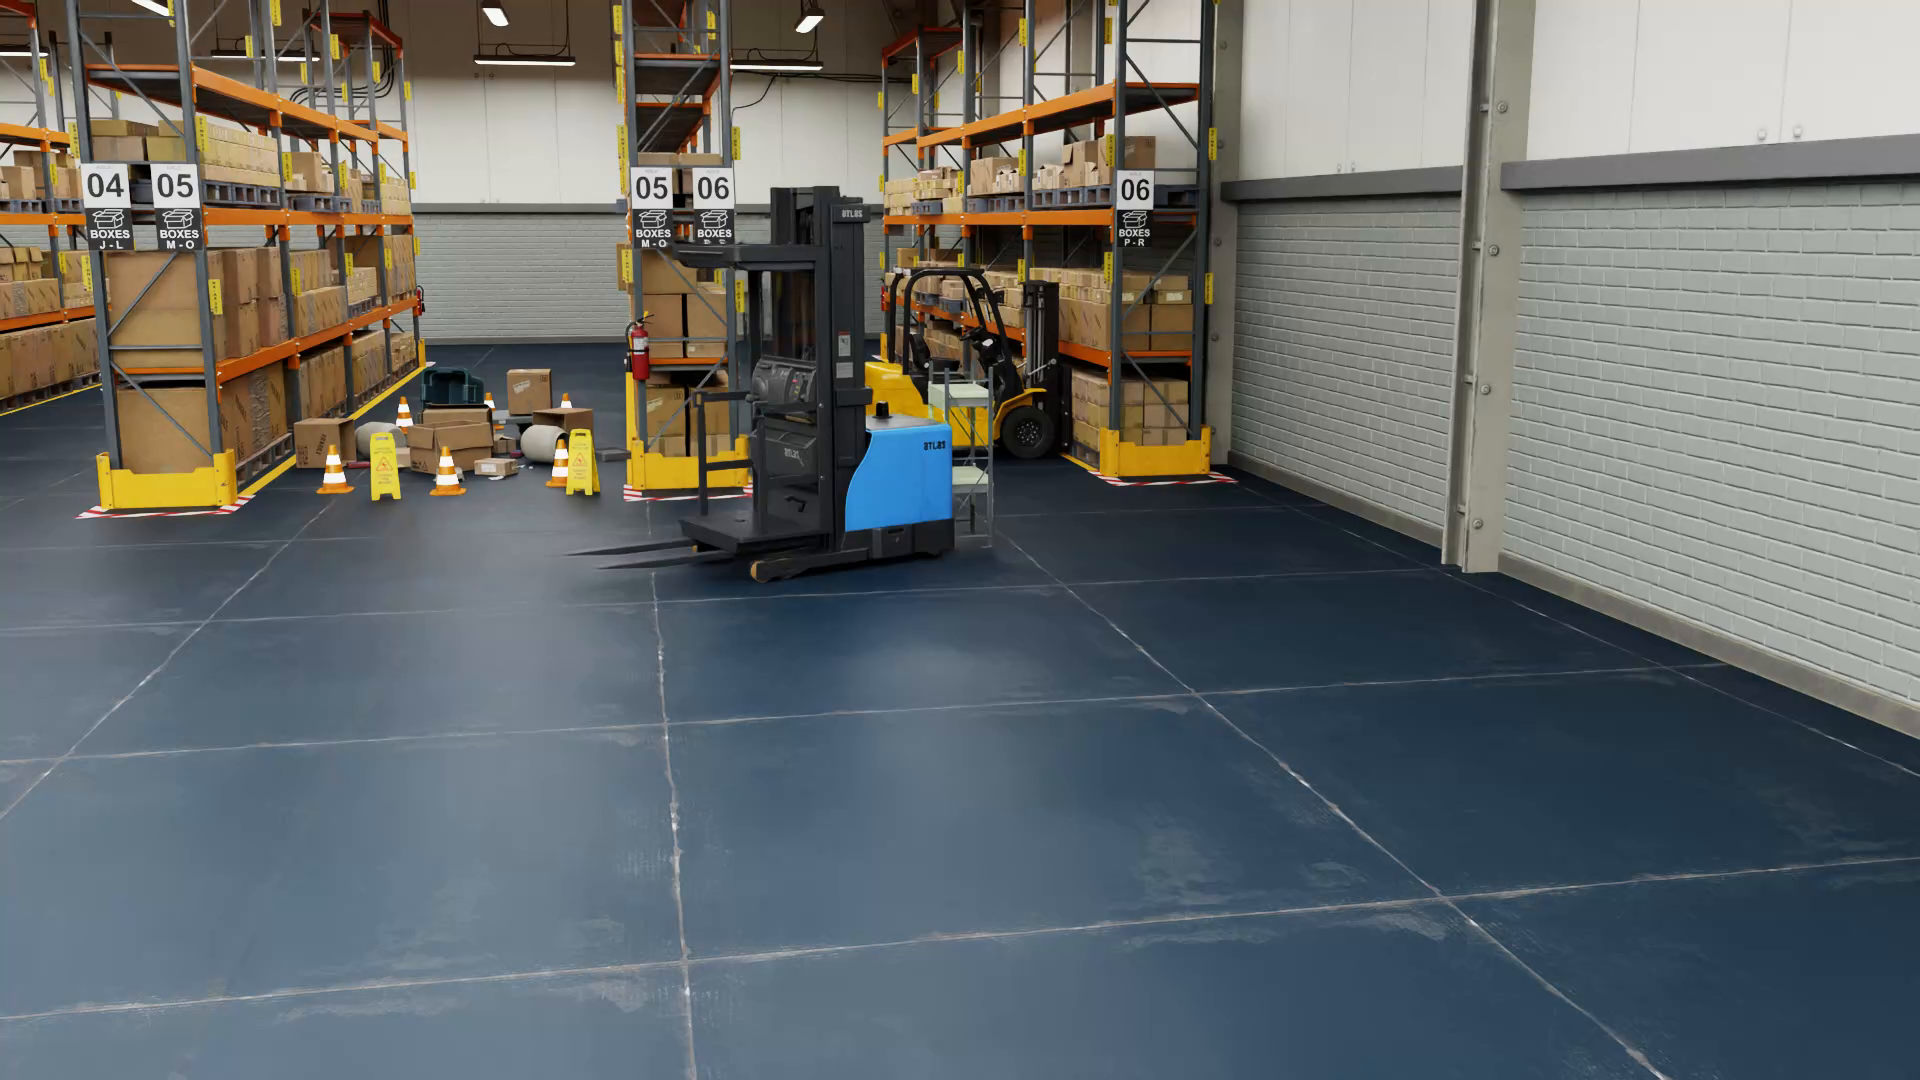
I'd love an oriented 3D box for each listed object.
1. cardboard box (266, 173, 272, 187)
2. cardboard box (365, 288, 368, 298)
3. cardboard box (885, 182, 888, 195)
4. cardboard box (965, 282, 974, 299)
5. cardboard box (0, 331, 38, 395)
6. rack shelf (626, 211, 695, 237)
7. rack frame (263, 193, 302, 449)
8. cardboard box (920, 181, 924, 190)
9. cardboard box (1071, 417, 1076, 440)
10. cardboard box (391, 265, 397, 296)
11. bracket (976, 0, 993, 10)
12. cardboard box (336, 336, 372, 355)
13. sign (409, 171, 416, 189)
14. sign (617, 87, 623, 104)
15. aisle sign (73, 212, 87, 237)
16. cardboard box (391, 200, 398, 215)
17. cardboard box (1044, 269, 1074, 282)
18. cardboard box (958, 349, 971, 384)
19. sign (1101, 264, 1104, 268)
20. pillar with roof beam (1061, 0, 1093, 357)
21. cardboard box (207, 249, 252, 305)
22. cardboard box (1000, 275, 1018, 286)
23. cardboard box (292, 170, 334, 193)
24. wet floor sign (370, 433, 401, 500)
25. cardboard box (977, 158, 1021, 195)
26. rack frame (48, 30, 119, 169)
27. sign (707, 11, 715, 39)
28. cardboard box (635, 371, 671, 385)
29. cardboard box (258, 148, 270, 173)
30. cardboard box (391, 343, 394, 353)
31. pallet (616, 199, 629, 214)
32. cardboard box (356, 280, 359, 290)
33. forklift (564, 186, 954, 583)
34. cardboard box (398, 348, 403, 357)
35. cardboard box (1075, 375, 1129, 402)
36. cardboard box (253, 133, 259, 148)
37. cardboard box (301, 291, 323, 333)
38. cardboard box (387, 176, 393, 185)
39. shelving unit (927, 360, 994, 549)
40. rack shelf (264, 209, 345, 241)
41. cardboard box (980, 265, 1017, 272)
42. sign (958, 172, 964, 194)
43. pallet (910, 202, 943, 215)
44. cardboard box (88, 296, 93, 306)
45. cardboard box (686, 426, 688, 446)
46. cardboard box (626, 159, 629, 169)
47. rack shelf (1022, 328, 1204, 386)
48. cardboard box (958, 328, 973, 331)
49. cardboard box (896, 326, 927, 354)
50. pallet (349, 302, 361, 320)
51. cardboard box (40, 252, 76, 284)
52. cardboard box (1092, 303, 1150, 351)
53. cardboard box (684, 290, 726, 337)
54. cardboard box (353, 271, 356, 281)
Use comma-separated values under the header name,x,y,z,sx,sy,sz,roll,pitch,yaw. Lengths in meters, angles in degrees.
name,x,y,z,sx,sy,sz,roll,pitch,yaw
cardboard box,-7.893,-4.012,18.511,0.380,0.149,0.250,-2,11,-10
cardboard box,-9.457,-3.849,25.947,0.380,0.149,0.250,-3,11,-13
cardboard box,-1.168,-6.837,32.340,0.500,0.250,0.500,-2,11,-12
cardboard box,0.370,-3.749,24.936,0.500,0.250,0.500,-2,11,-11
cardboard box,-14.321,-2.580,24.291,1.225,0.875,0.875,-2,11,-11
rack shelf,-3.932,-4.241,22.355,1.077,0.370,4.000,-2,11,-11
rack frame,-8.379,-2.555,19.598,1.000,3.000,0.127,-2,11,-11
cardboard box,-0.473,-5.989,28.101,0.380,0.149,0.250,-2,11,-12
cardboard box,1.526,-1.315,19.314,0.500,0.250,0.500,-2,11,-10
cardboard box,-9.887,-4.408,28.271,0.500,0.500,0.500,-2,11,-11
bracket,0.755,-8.713,26.281,0.076,0.066,4.783,-2,11,-11
cardboard box,-9.235,-2.955,25.255,0.500,0.250,0.500,-2,11,-11
sign,-10.164,-6.681,30.885,0.100,0.325,0.005,-2,11,-11
sign,-6.422,-8.419,31.441,0.100,0.325,0.005,-2,11,-11
aisle sign,-15.906,-5.873,30.080,0.394,0.787,0.004,-2,11,-11
cardboard box,-9.954,-5.704,28.523,0.500,0.250,0.500,-2,11,-9
cardboard box,1.244,-3.237,20.385,0.380,0.149,0.250,-2,11,-10
cardboard box,0.254,-2.716,26.008,0.500,0.500,0.500,-2,11,-9
sign,1.870,-3.419,21.612,0.100,0.325,0.005,-2,11,-11
pillar with roof beam,-2.538,-6.253,22.980,9.100,9.000,0.400,-2,11,-11
cardboard box,-7.808,-2.700,17.071,0.875,0.550,0.550,-2,11,-11
cardboard box,0.764,-3.590,23.036,0.380,0.149,0.250,-2,11,-11
cardboard box,-8.659,-4.793,22.182,0.500,0.311,0.500,-2,11,-11
wet floor sign,-5.653,-0.732,16.314,0.267,0.644,0.232,-4,12,-21
cardboard box,0.646,-5.216,23.897,0.700,0.500,0.500,-2,11,-12
rack frame,-15.597,-7.541,29.750,1.000,3.000,0.127,-2,11,-11
sign,-3.007,-6.215,20.071,0.100,0.325,0.005,-2,11,-11
cardboard box,-3.314,-1.765,17.937,0.380,0.149,0.250,-2,11,-9
cardboard box,-7.933,-4.183,18.343,0.500,0.250,0.500,-2,11,-11
cardboard box,-9.794,-3.244,28.127,0.380,0.149,0.250,-2,11,-8
pallet,-4.498,-4.984,24.843,1.213,0.211,1.003,-2,11,-8
cardboard box,-9.305,-3.850,25.154,0.380,0.149,0.250,-2,11,-12
forklift,-1.546,-1.231,12.828,3.031,2.935,1.130,-7,13,-34
cardboard box,-9.978,-3.288,29.157,0.380,0.149,0.250,-2,11,-11
cardboard box,1.603,-1.714,18.738,0.500,0.250,0.500,-2,11,-10
cardboard box,-7.797,-4.311,17.950,0.380,0.149,0.250,-2,11,-11
cardboard box,-8.410,-2.895,21.116,0.500,0.500,0.500,-2,11,-11
cardboard box,-9.962,-6.169,28.559,0.380,0.149,0.250,-2,11,-8
shelving unit,0.001,-0.736,14.050,0.431,1.500,0.755,-2,11,-11
rack shelf,-8.768,-4.042,21.312,1.077,0.370,4.000,-2,11,-11
cardboard box,0.601,-4.024,25.925,0.500,0.500,0.500,-2,11,-8
sign,0.015,-5.377,25.017,0.100,0.325,0.005,-2,11,-11
pallet,-0.172,-5.661,28.397,1.213,0.211,1.003,-2,11,-11
cardboard box,-14.756,-3.995,27.835,0.380,0.149,0.250,-2,11,-12
cardboard box,-2.861,-1.227,18.851,0.500,0.250,0.500,-1,11,-7
cardboard box,-3.451,-4.093,18.196,0.380,0.149,0.250,-2,11,-10
rack shelf,1.715,-2.215,19.733,1.077,0.370,4.000,-2,11,-11
cardboard box,0.180,-3.594,28.884,0.380,0.149,0.250,-2,11,-11
cardboard box,-0.854,-3.840,31.912,0.700,0.500,0.500,-2,11,-9
pallet,-9.400,-3.321,24.137,1.213,0.211,1.003,-2,11,-11
cardboard box,-14.662,-4.398,26.883,0.500,0.500,0.500,-2,11,-11
cardboard box,1.750,-2.331,18.153,0.500,0.500,0.500,-2,11,-12
cardboard box,-2.689,-2.407,17.758,0.500,0.500,0.500,-2,11,-9
cardboard box,-9.260,-3.948,24.875,0.380,0.149,0.250,-2,11,-8
